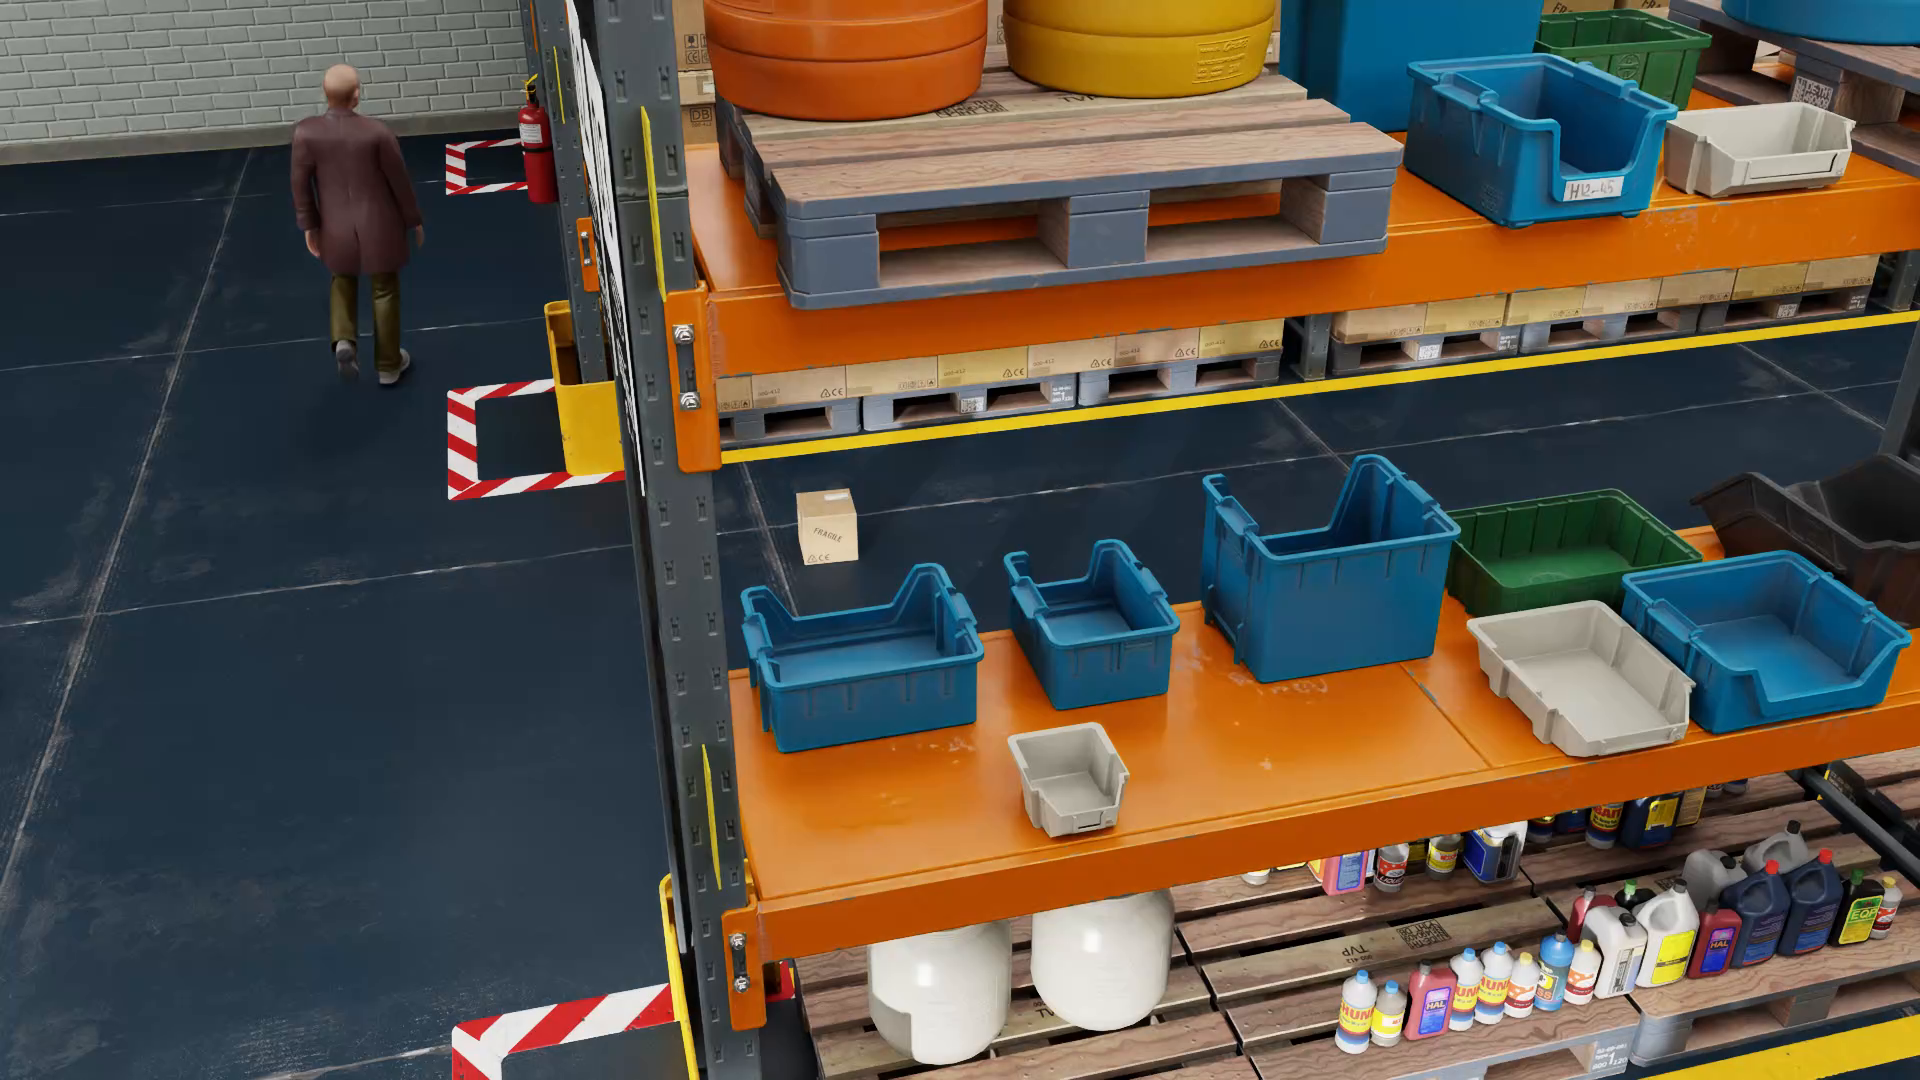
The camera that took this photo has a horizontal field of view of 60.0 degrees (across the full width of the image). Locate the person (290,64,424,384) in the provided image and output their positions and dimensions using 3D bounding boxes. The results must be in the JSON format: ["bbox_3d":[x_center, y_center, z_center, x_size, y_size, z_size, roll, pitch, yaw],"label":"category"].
[{"bbox_3d":[-3.272,-1.698,9.062,0.646,1.760,0.559,-3,30,-5],"label":"person"}]
